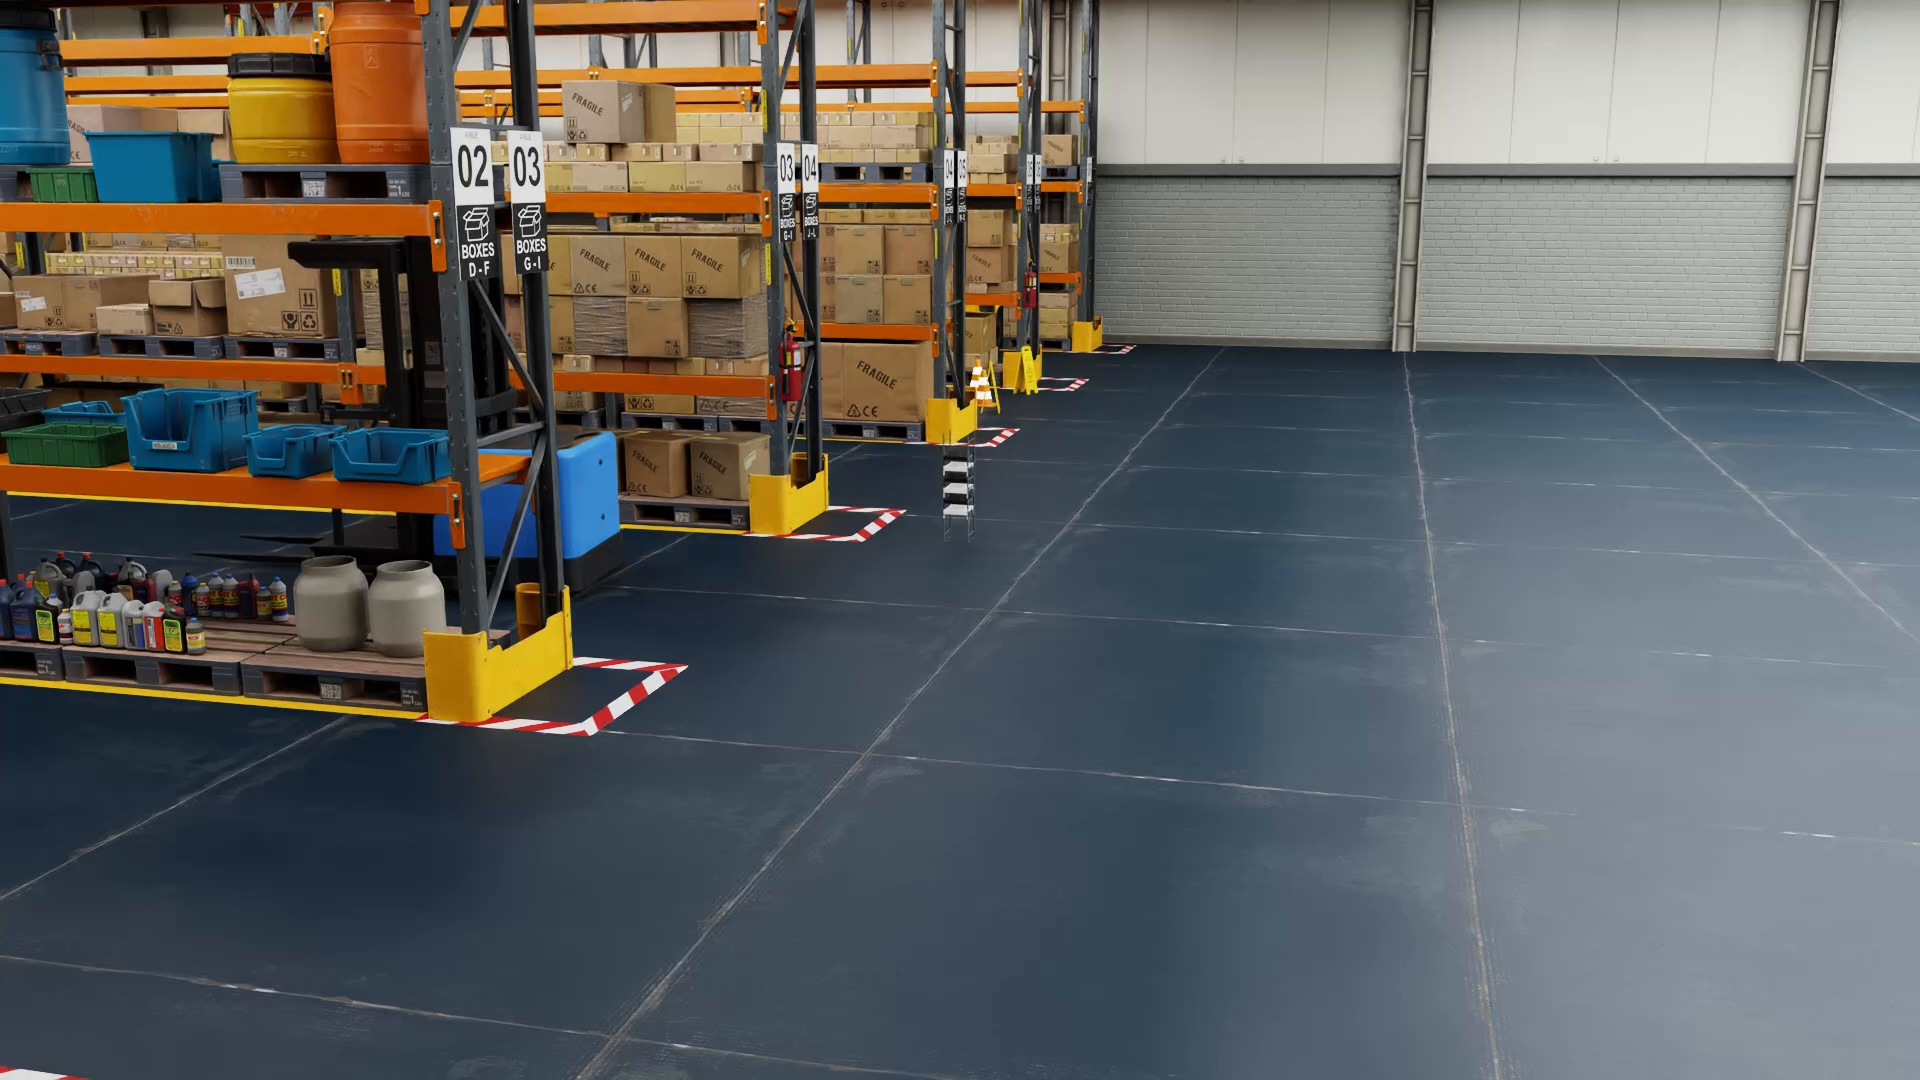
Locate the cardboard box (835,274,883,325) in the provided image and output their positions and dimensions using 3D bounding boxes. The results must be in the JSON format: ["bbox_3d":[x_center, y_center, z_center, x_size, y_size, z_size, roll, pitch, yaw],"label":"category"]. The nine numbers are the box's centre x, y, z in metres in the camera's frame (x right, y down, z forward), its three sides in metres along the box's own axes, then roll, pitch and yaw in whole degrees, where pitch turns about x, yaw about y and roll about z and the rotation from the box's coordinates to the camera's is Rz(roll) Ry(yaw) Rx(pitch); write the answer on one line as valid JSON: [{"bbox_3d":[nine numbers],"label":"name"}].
[{"bbox_3d":[-1.026,-2.775,18.971,0.550,0.550,0.875,3,13,14],"label":"cardboard box"}]

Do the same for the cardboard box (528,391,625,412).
[{"bbox_3d":[-4.624,-1.996,20.030,0.750,0.750,1.050,3,13,13],"label":"cardboard box"}]

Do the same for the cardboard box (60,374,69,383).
[{"bbox_3d":[-12.043,-2.191,22.296,0.250,0.149,0.380,2,13,11],"label":"cardboard box"}]

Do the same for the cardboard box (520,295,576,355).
[{"bbox_3d":[-3.402,-1.923,14.559,0.500,0.500,0.875,3,13,14],"label":"cardboard box"}]

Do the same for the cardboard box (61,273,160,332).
[{"bbox_3d":[-8.069,-2.272,15.849,0.500,0.500,0.700,5,13,22],"label":"cardboard box"}]

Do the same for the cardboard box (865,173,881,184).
[{"bbox_3d":[-1.168,-5.116,23.522,0.250,0.149,0.380,3,13,14],"label":"cardboard box"}]

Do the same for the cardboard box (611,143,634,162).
[{"bbox_3d":[-2.723,-3.242,13.920,0.250,0.149,0.380,3,13,14],"label":"cardboard box"}]

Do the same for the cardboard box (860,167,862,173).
[{"bbox_3d":[-1.564,-5.325,23.542,0.500,0.250,0.500,3,13,14],"label":"cardboard box"}]

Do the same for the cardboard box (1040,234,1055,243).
[{"bbox_3d":[1.499,-5.090,28.023,0.250,0.149,0.380,3,13,14],"label":"cardboard box"}]

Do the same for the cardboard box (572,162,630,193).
[{"bbox_3d":[-2.912,-3.047,13.964,0.500,0.250,0.500,3,13,15],"label":"cardboard box"}]

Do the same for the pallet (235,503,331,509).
[{"bbox_3d":[-6.042,-0.517,15.577,1.213,0.211,1.003,3,13,14],"label":"pallet"}]

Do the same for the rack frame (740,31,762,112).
[{"bbox_3d":[-2.911,-6.851,23.837,0.127,3.000,1.000,3,13,14],"label":"rack frame"}]

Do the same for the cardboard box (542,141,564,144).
[{"bbox_3d":[-4.723,-4.524,19.420,0.500,0.250,0.500,3,13,14],"label":"cardboard box"}]

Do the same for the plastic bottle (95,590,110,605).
[{"bbox_3d":[-5.181,0.447,10.067,0.135,0.276,0.152,3,13,14],"label":"plastic bottle"}]

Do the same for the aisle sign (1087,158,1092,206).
[{"bbox_3d":[2.151,-5.963,27.682,0.004,0.787,0.394,3,13,14],"label":"aisle sign"}]

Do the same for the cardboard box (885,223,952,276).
[{"bbox_3d":[-0.467,-3.296,18.826,0.550,0.550,0.875,3,13,14],"label":"cardboard box"}]

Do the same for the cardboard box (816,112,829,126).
[{"bbox_3d":[-1.509,-4.652,18.391,0.250,0.149,0.380,3,13,14],"label":"cardboard box"}]

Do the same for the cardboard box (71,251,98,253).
[{"bbox_3d":[-11.330,-3.684,21.651,0.250,0.149,0.380,4,13,16],"label":"cardboard box"}]

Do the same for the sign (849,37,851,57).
[{"bbox_3d":[-1.844,-8.275,27.916,0.005,0.325,0.100,3,13,14],"label":"sign"}]

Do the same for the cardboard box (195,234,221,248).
[{"bbox_3d":[-11.693,-4.869,26.214,0.500,0.500,0.500,3,13,13],"label":"cardboard box"}]

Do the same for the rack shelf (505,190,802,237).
[{"bbox_3d":[-3.344,-2.848,14.379,4.000,0.370,1.077,3,13,14],"label":"rack shelf"}]

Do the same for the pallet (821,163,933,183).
[{"bbox_3d":[-0.839,-4.126,18.684,1.213,0.211,1.003,3,13,14],"label":"pallet"}]

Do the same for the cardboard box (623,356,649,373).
[{"bbox_3d":[-2.698,-1.533,14.296,0.250,0.149,0.380,3,13,14],"label":"cardboard box"}]

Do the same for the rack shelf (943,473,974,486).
[{"bbox_3d":[-0.008,-0.495,13.626,0.200,0.077,0.258,3,13,14],"label":"rack shelf"}]

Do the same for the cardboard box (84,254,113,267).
[{"bbox_3d":[-10.732,-3.506,20.849,0.250,0.149,0.380,3,13,13],"label":"cardboard box"}]

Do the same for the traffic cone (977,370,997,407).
[{"bbox_3d":[0.310,-1.976,21.572,0.334,0.463,0.336,3,13,14],"label":"traffic cone"}]

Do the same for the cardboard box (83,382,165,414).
[{"bbox_3d":[-7.994,-1.353,15.929,0.500,0.250,0.500,5,13,20],"label":"cardboard box"}]

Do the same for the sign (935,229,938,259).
[{"bbox_3d":[-0.259,-3.236,18.174,0.005,0.325,0.100,3,13,14],"label":"sign"}]

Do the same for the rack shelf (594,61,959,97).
[{"bbox_3d":[-2.058,-5.155,18.775,4.000,0.370,1.077,3,13,14],"label":"rack shelf"}]

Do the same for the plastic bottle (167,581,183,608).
[{"bbox_3d":[-5.000,0.364,10.614,0.097,0.201,0.097,0,13,0],"label":"plastic bottle"}]

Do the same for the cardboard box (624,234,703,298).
[{"bbox_3d":[-2.482,-2.314,14.013,0.500,0.500,0.500,3,13,14],"label":"cardboard box"}]

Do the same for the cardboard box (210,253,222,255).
[{"bbox_3d":[-9.304,-3.576,21.162,0.250,0.149,0.380,4,13,16],"label":"cardboard box"}]

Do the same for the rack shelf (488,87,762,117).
[{"bbox_3d":[-4.853,-6.408,24.426,4.000,0.370,1.077,3,13,14],"label":"rack shelf"}]

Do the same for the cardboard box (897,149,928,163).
[{"bbox_3d":[-0.520,-4.210,18.238,0.250,0.149,0.380,3,13,13],"label":"cardboard box"}]

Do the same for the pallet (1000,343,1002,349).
[{"bbox_3d":[0.224,-3.492,28.985,1.213,0.211,1.003,3,13,14],"label":"pallet"}]

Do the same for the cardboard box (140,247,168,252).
[{"bbox_3d":[-12.687,-4.435,26.569,0.500,0.500,0.500,4,13,15],"label":"cardboard box"}]

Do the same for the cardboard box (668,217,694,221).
[{"bbox_3d":[-4.086,-4.647,24.371,0.250,0.149,0.380,3,13,12],"label":"cardboard box"}]

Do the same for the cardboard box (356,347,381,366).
[{"bbox_3d":[-5.149,-1.641,14.786,0.250,0.149,0.380,3,13,14],"label":"cardboard box"}]

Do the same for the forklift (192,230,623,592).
[{"bbox_3d":[-4.120,-1.144,12.123,3.031,2.935,1.130,2,13,7],"label":"forklift"}]

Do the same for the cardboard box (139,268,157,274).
[{"bbox_3d":[-9.975,-3.321,20.700,0.250,0.149,0.380,3,13,12],"label":"cardboard box"}]

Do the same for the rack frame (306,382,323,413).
[{"bbox_3d":[-7.883,-3.084,20.707,0.127,3.000,1.000,3,13,14],"label":"rack frame"}]

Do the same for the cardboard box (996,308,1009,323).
[{"bbox_3d":[0.620,-3.876,28.501,0.500,0.250,0.500,3,13,12],"label":"cardboard box"}]

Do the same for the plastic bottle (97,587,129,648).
[{"bbox_3d":[-5.012,0.452,9.869,0.185,0.351,0.144,4,13,16],"label":"plastic bottle"}]

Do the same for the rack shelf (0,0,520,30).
[{"bbox_3d":[-4.531,-3.075,9.403,4.000,0.370,1.077,3,13,14],"label":"rack shelf"}]

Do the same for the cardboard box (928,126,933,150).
[{"bbox_3d":[-0.523,-4.538,18.795,0.500,0.250,0.500,3,13,13],"label":"cardboard box"}]

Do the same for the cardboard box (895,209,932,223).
[{"bbox_3d":[-0.586,-4.410,23.460,0.500,0.500,0.700,3,13,13],"label":"cardboard box"}]

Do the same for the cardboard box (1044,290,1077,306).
[{"bbox_3d":[1.736,-4.174,28.693,0.500,0.250,0.500,3,13,13],"label":"cardboard box"}]

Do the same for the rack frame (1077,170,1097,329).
[{"bbox_3d":[2.158,-4.759,28.257,0.127,3.000,1.000,3,13,14],"label":"rack frame"}]

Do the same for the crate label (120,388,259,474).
[{"bbox_3d":[-4.441,-0.645,9.634,0.616,0.435,0.502,3,13,14],"label":"crate label"}]

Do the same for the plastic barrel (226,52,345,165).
[{"bbox_3d":[-3.726,-2.383,9.219,0.600,0.588,0.600,0,13,0],"label":"plastic barrel"}]

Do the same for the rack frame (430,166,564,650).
[{"bbox_3d":[-2.589,-0.589,9.464,0.127,3.000,1.000,3,13,14],"label":"rack frame"}]

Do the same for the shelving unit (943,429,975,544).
[{"bbox_3d":[-0.008,-0.440,13.638,0.210,0.900,0.258,3,13,14],"label":"shelving unit"}]

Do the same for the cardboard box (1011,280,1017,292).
[{"bbox_3d":[0.692,-3.653,23.854,0.250,0.149,0.380,3,13,14],"label":"cardboard box"}]

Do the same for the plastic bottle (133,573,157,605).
[{"bbox_3d":[-5.146,0.346,10.505,0.133,0.283,0.061,3,13,14],"label":"plastic bottle"}]

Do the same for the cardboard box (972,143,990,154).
[{"bbox_3d":[0.332,-5.423,23.063,0.250,0.149,0.380,3,13,15],"label":"cardboard box"}]
